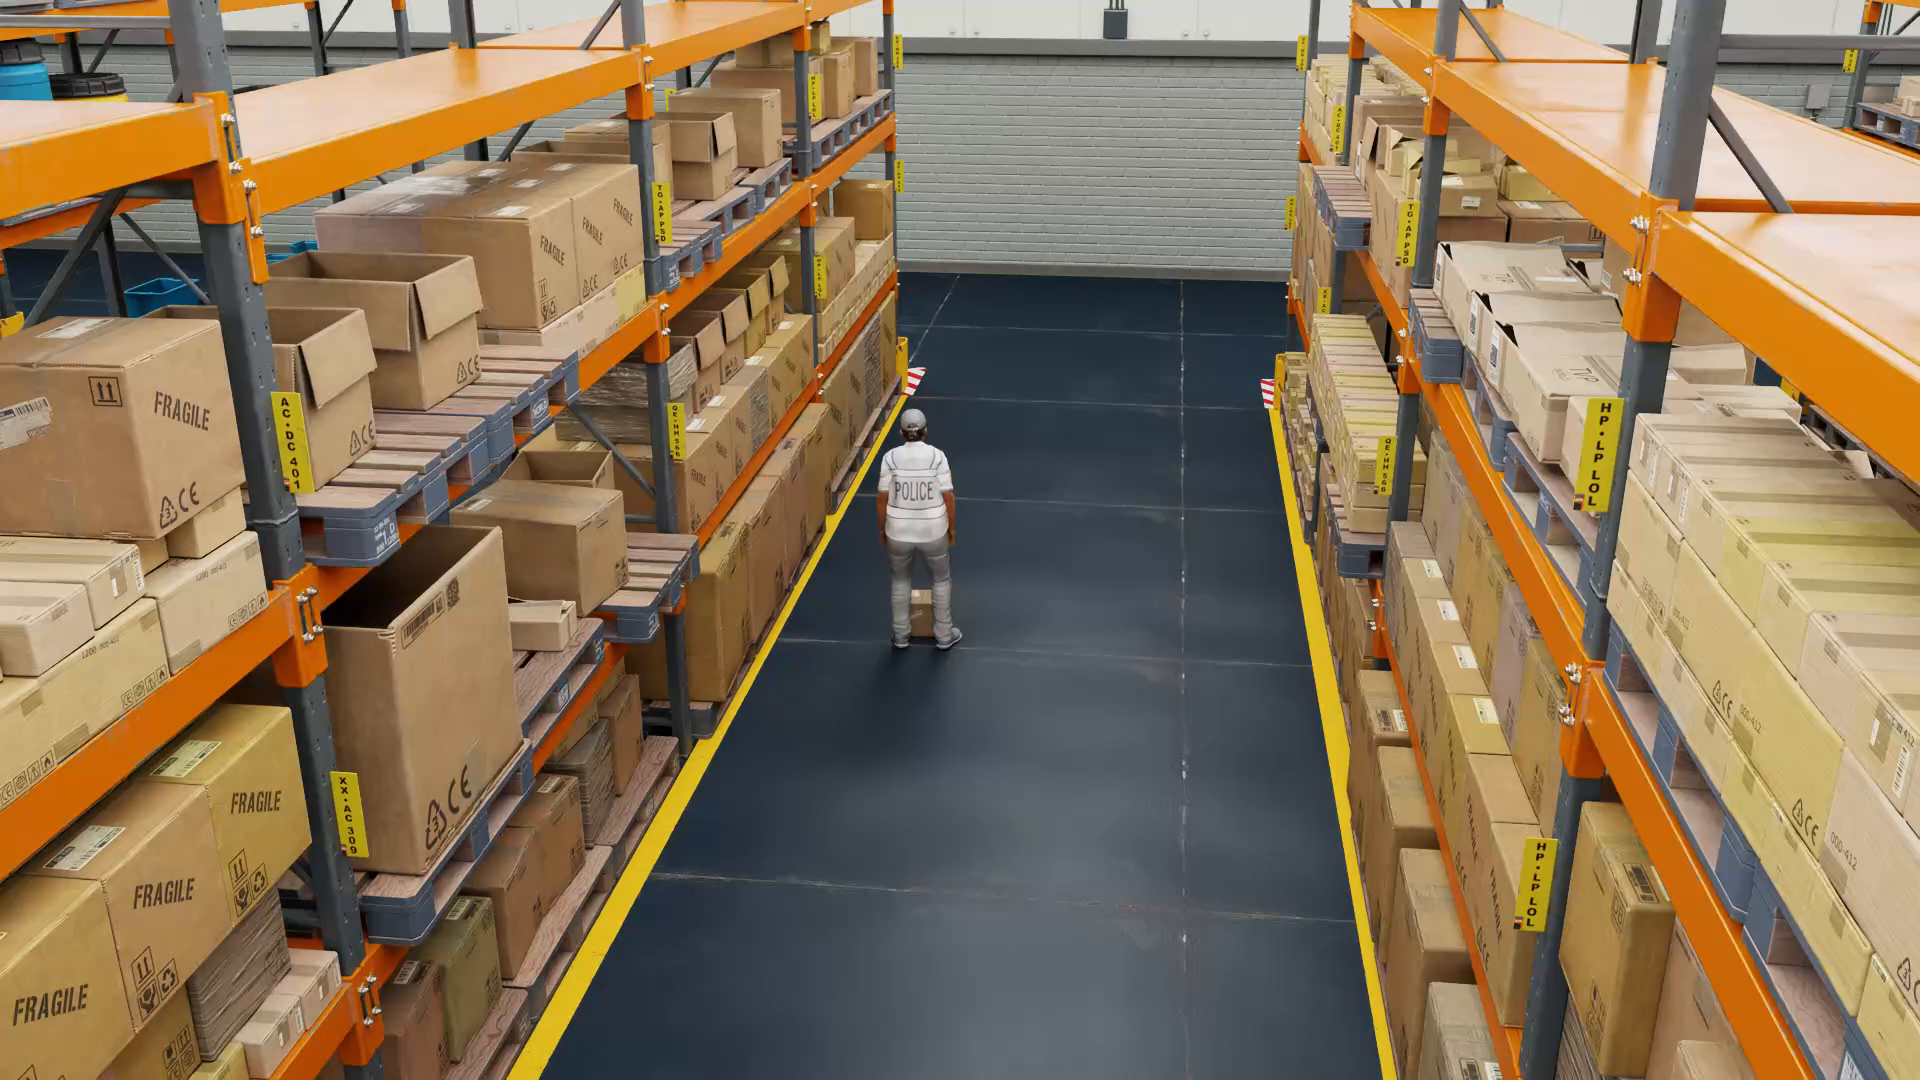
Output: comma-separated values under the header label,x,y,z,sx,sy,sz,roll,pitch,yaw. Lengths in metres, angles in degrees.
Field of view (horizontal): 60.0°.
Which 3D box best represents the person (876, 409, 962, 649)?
label,x,y,z,sx,sy,sz,roll,pitch,yaw
person,-0.275,-0.066,11.245,0.565,1.665,0.470,1,21,3
